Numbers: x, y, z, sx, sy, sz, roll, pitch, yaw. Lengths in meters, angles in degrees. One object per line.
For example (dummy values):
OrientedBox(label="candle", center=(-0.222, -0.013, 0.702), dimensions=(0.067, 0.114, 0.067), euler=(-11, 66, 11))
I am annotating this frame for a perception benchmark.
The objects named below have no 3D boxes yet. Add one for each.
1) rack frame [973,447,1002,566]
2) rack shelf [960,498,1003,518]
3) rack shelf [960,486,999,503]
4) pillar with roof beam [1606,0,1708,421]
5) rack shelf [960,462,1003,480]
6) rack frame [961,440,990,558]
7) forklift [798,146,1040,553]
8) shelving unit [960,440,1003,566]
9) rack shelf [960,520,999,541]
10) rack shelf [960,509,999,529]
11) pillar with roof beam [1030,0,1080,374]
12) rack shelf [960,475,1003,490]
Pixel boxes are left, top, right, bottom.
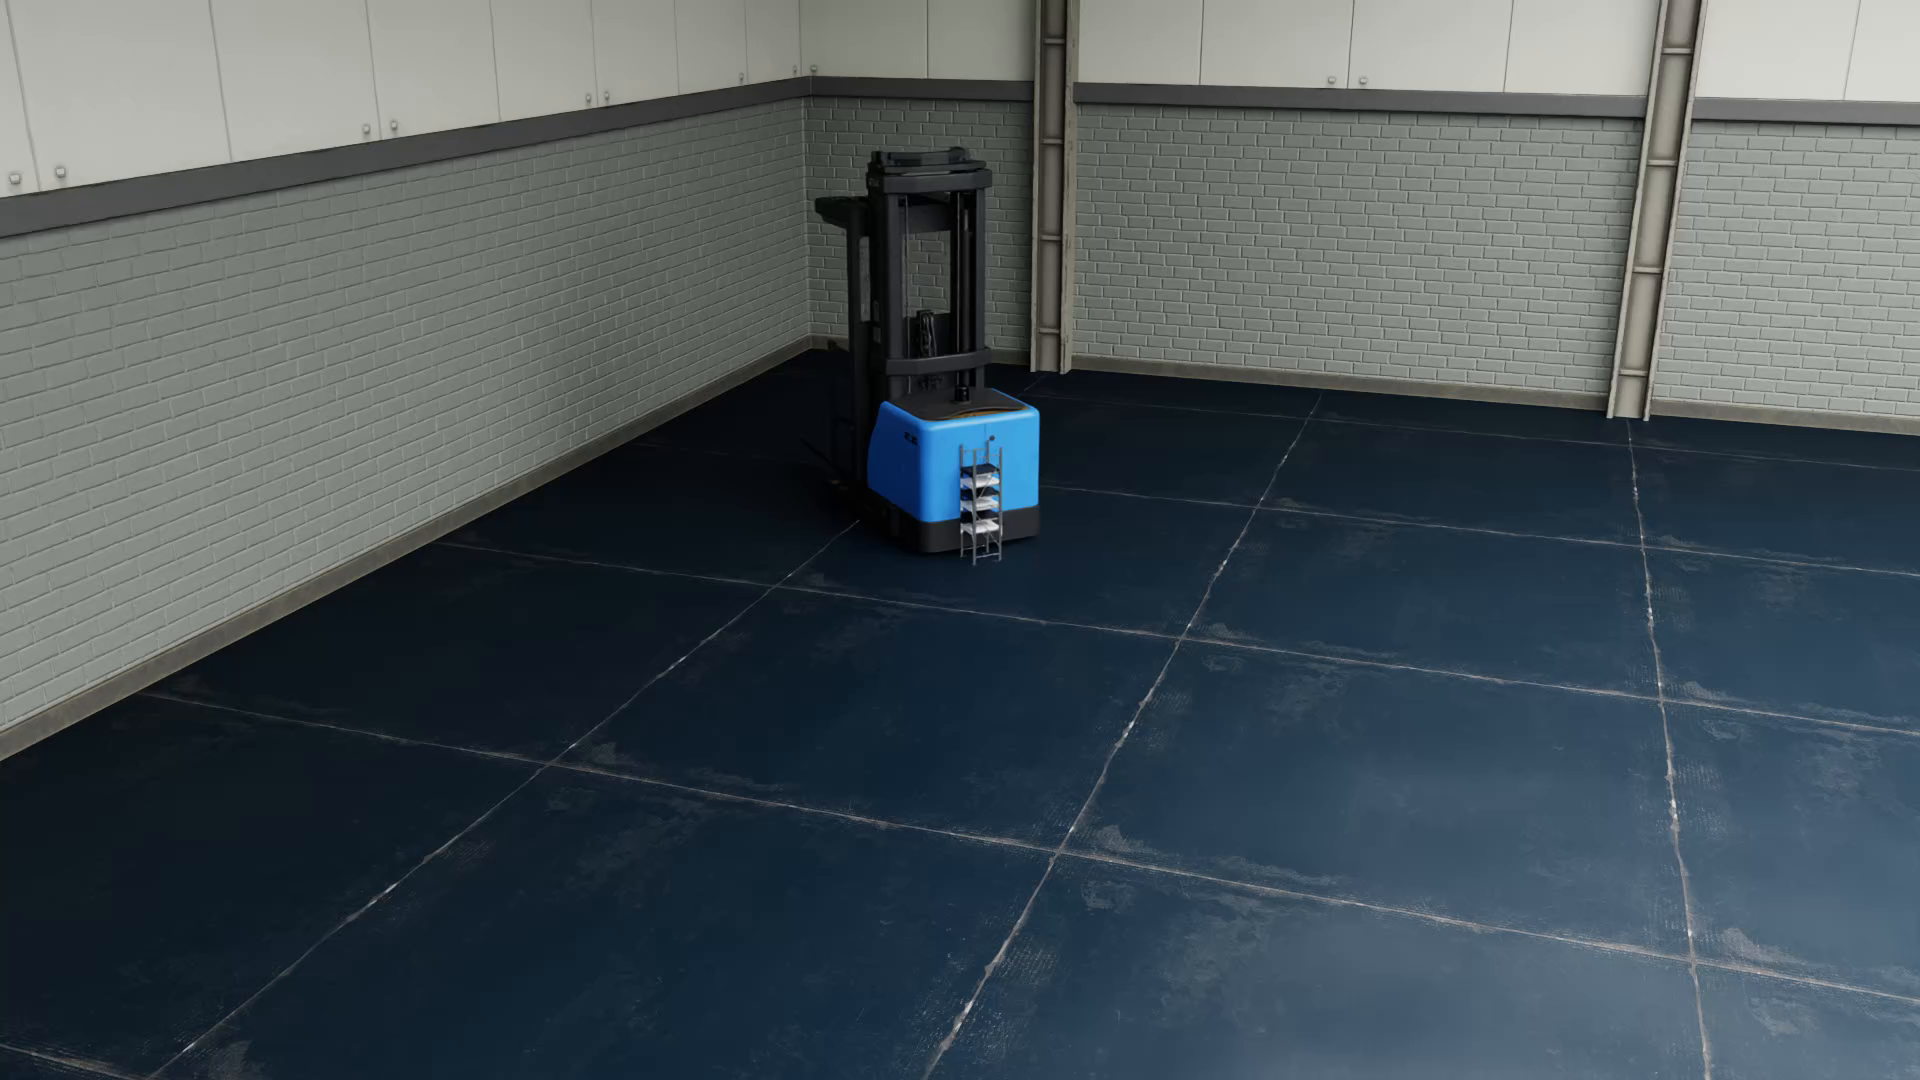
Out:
OrientedBox(label="rack frame", center=(0.205, -0.249, 12.423), dimensions=(0.240, 0.900, 0.006), euler=(-9, 21, -25))
OrientedBox(label="rack shelf", center=(0.159, -0.247, 12.520), dimensions=(0.258, 0.077, 0.200), euler=(-9, 21, -25))
OrientedBox(label="rack shelf", center=(0.159, -0.332, 12.490), dimensions=(0.258, 0.077, 0.200), euler=(-9, 21, -25))
OrientedBox(label="pillar with roof beam", center=(5.267, -4.157, 11.331), dimensions=(0.400, 9.000, 9.100), euler=(7, 20, 18))
OrientedBox(label="rack shelf", center=(0.159, -0.502, 12.431), dimensions=(0.258, 0.077, 0.200), euler=(-9, 21, -25))
OrientedBox(label="rack frame", center=(0.114, -0.309, 12.595), dimensions=(0.240, 0.900, 0.006), euler=(-9, 21, -25))
OrientedBox(label="forklift", center=(-0.490, -1.729, 13.582), dimensions=(1.130, 2.935, 3.031), euler=(-9, 21, -25))
OrientedBox(label="shelving unit", center=(0.159, -0.279, 12.509), dimensions=(0.258, 0.900, 0.210), euler=(-9, 21, -25))
OrientedBox(label="rack shelf", center=(0.159, -0.077, 12.579), dimensions=(0.258, 0.077, 0.200), euler=(-9, 21, -25))
OrientedBox(label="rack shelf", center=(0.159, -0.162, 12.550), dimensions=(0.258, 0.077, 0.200), euler=(-9, 21, -25))
OrientedBox(label="pillar with roof beam", center=(-0.400, -4.805, 13.190), dimensions=(0.400, 9.000, 9.100), euler=(7, 20, 18))
OrientedBox(label="rack shelf", center=(0.159, -0.417, 12.461), dimensions=(0.258, 0.077, 0.200), euler=(-9, 21, -25))
